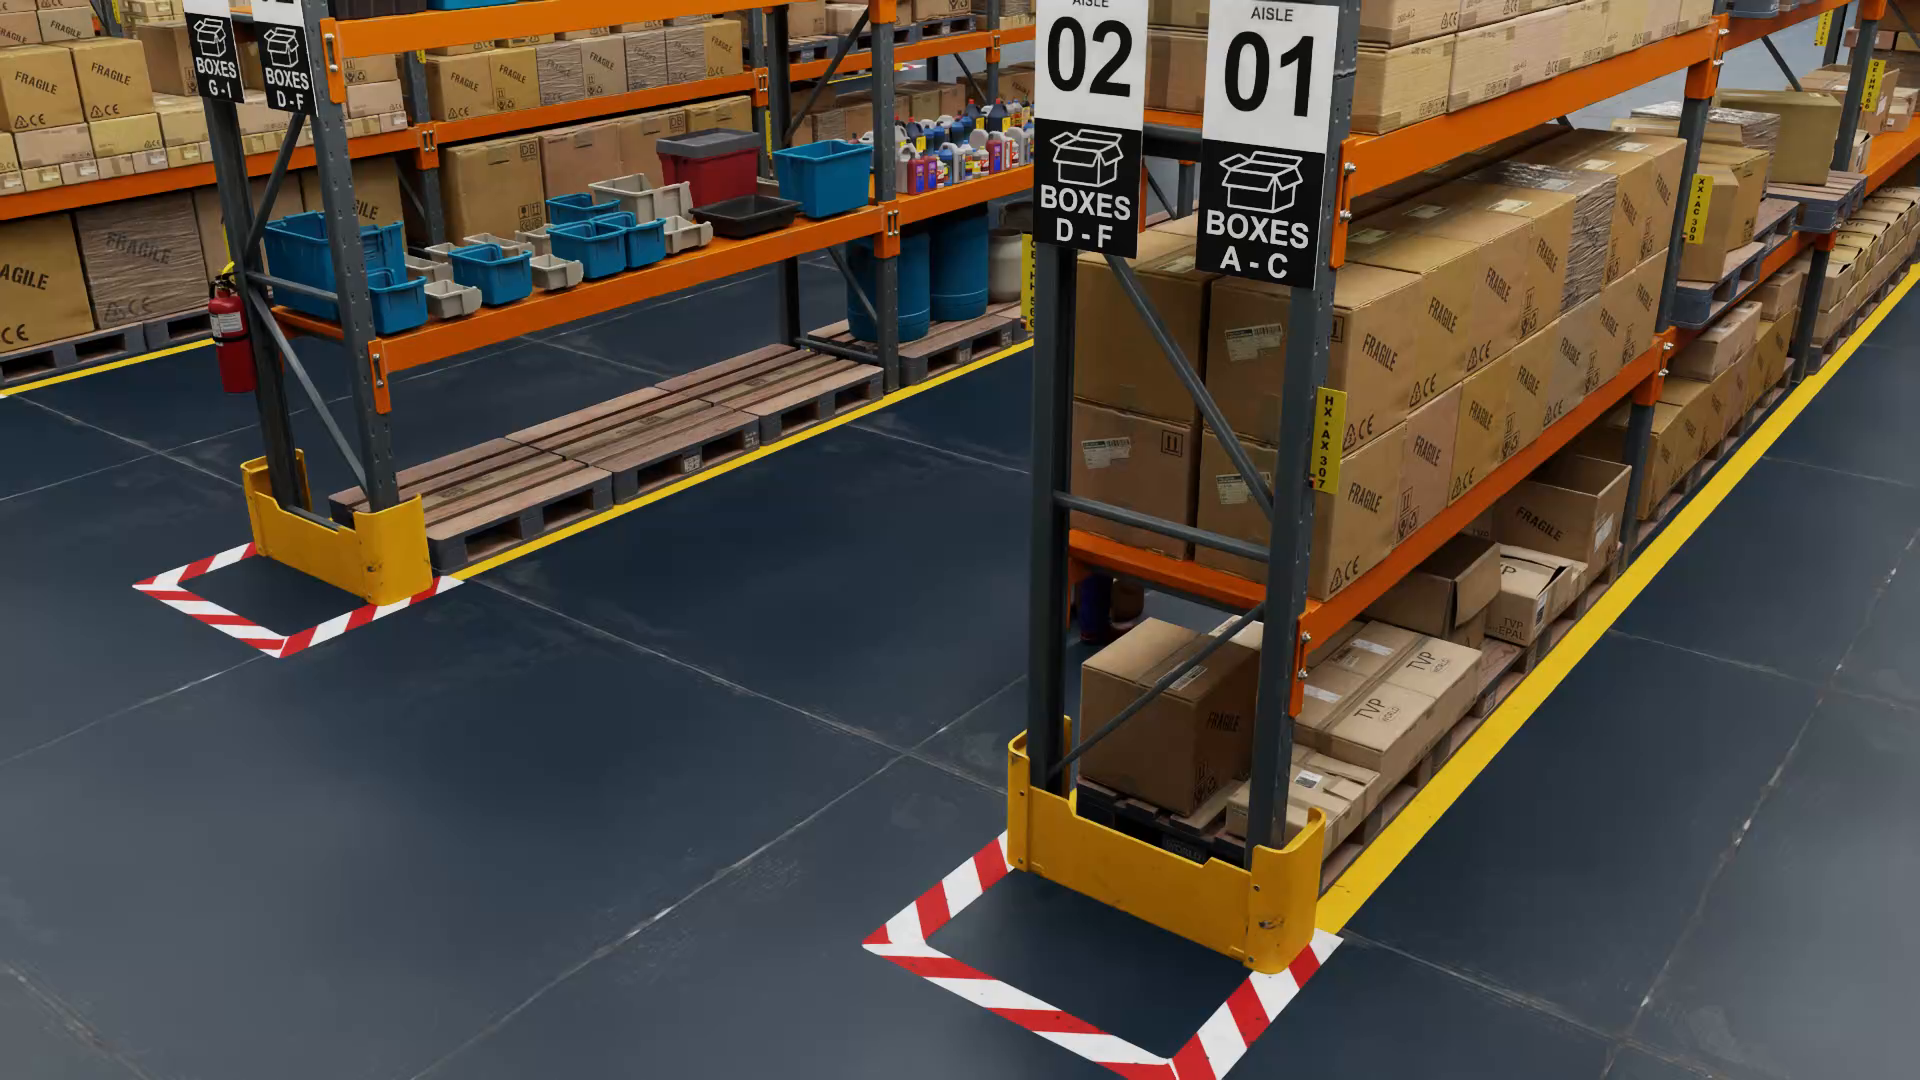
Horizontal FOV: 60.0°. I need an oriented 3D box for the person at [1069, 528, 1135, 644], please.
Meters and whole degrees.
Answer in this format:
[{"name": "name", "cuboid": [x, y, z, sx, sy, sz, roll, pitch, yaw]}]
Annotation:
[{"name": "person", "cuboid": [0.581, -0.337, 7.878, 0.331, 1.651, 0.545, -19, 30, -37]}]
